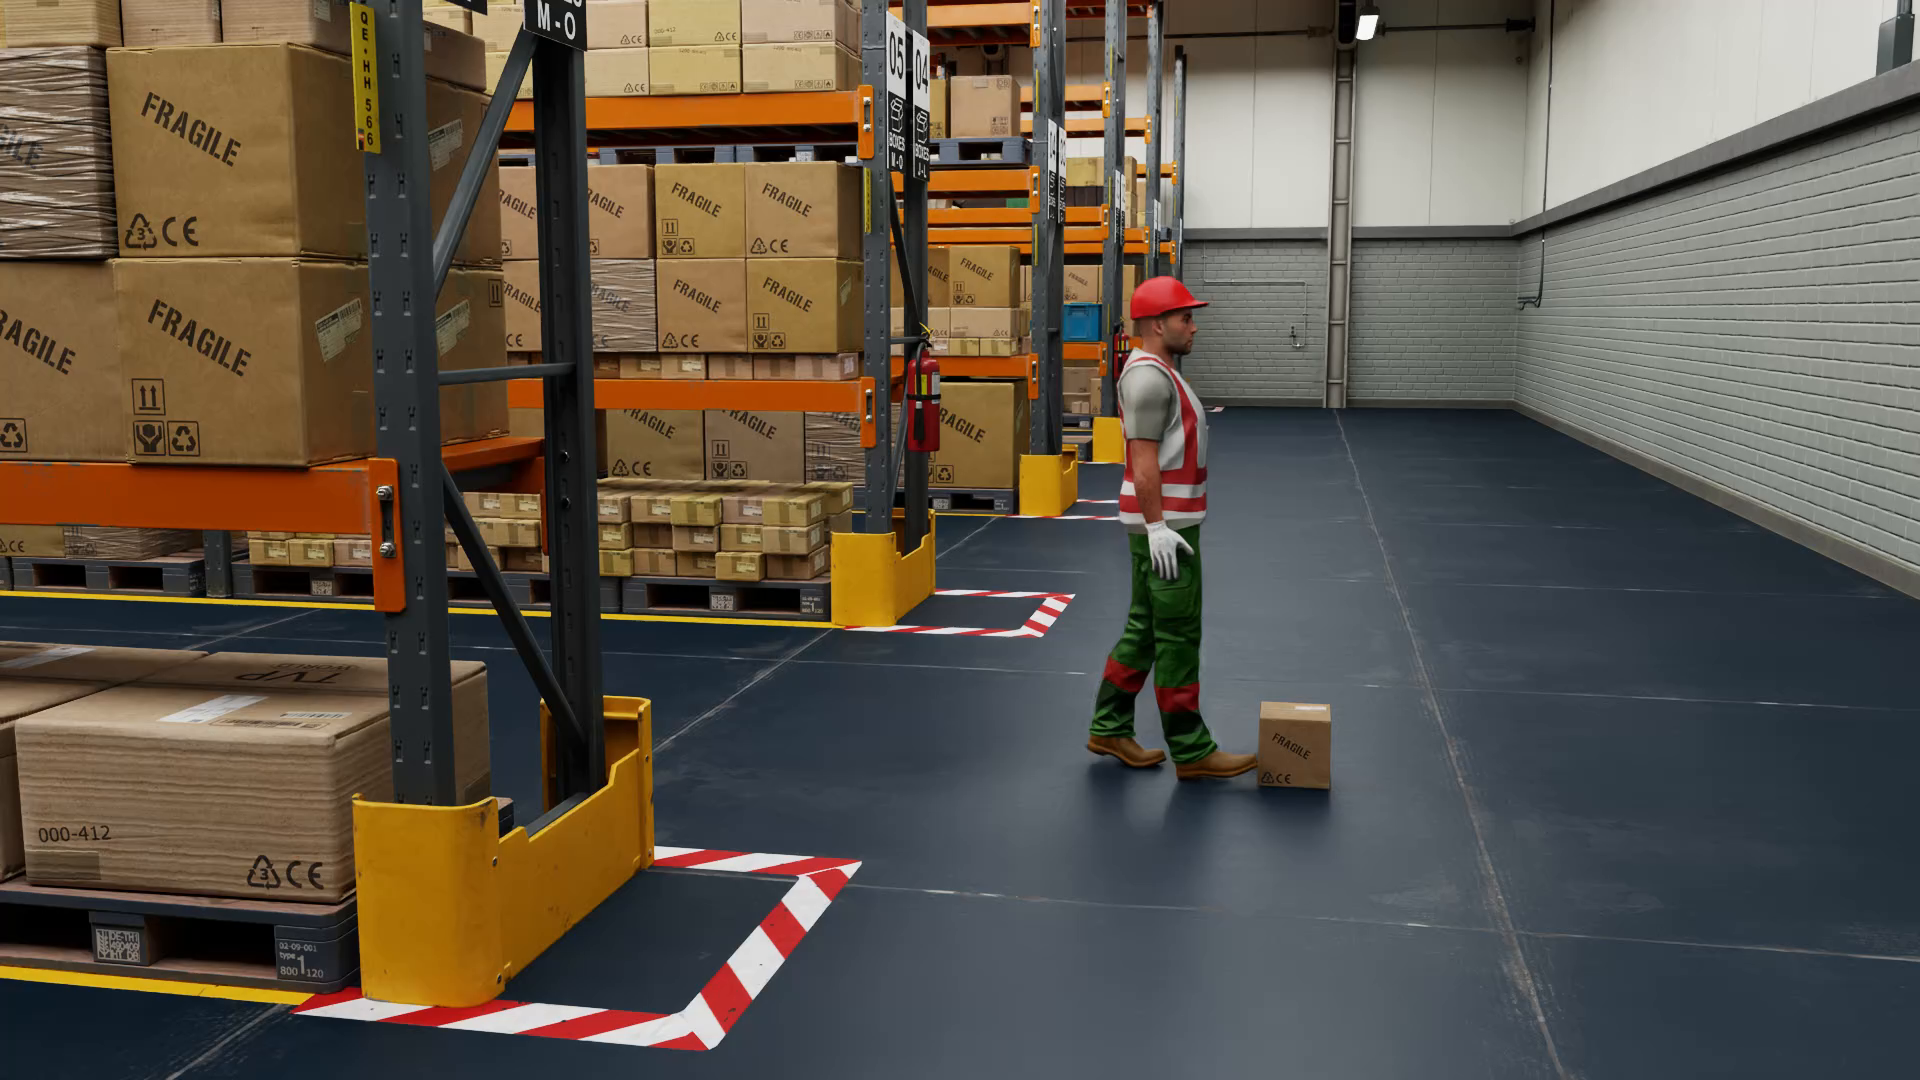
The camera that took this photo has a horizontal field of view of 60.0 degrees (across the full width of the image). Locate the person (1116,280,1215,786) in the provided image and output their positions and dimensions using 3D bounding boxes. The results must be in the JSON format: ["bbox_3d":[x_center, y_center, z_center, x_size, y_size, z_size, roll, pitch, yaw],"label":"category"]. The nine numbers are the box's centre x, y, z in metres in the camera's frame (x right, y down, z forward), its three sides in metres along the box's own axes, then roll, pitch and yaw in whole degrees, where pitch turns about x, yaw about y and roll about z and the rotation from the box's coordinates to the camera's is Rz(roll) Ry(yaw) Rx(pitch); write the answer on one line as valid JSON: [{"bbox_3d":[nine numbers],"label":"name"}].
[{"bbox_3d":[0.741,-0.033,5.989,0.347,1.784,0.526,2,8,12],"label":"person"}]
